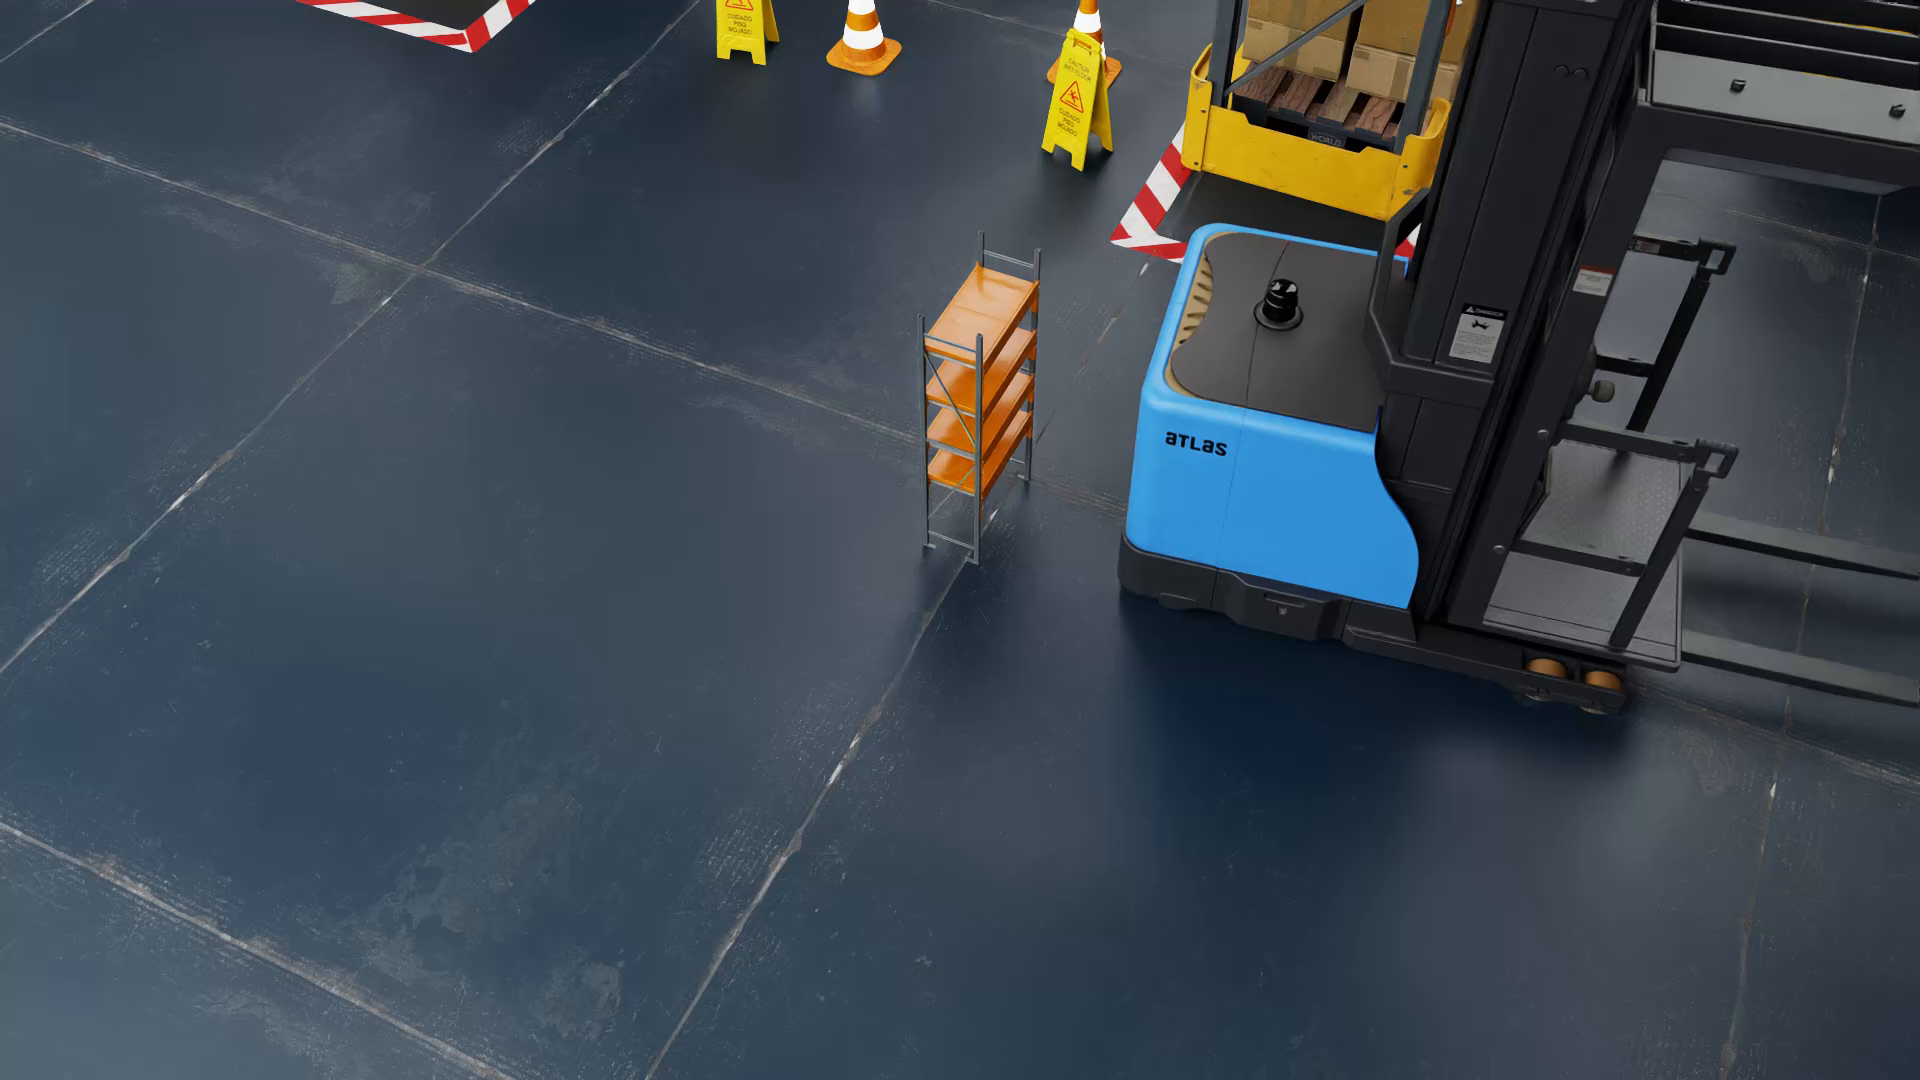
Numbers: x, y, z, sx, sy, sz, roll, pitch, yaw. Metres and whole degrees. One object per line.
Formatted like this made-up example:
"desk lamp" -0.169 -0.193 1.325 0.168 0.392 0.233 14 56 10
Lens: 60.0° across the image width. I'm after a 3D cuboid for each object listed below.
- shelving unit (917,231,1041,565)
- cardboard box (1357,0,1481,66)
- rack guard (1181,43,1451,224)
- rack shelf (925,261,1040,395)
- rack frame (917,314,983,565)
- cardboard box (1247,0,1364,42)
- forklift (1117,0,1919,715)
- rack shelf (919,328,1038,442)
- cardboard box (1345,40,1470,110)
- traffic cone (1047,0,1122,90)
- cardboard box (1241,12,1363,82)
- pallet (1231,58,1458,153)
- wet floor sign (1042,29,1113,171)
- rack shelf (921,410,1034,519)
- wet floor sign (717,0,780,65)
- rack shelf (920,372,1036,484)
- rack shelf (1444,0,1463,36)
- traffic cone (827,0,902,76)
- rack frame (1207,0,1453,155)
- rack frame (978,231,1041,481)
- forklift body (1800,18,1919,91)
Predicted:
"shelving unit" 0.071 -0.503 6.205 0.258 1.200 0.503 20 52 16
"cardboard box" 2.233 -2.651 7.889 0.500 0.500 0.500 18 52 15
"rack guard" 1.661 -1.923 7.873 1.175 0.500 0.348 20 52 16
"rack shelf" 0.071 -0.757 5.906 0.258 0.148 0.480 20 52 16
"rack frame" -0.034 -0.335 6.062 0.240 1.200 0.015 20 52 16
"cardboard box" 1.735 -2.806 8.020 0.500 0.500 0.500 20 53 16
"forklift" 2.177 -0.775 5.300 3.031 2.935 1.130 13 51 11
"rack shelf" 0.071 -0.604 6.086 0.258 0.148 0.480 20 52 16
"cardboard box" 2.223 -2.392 8.160 0.500 0.250 0.500 19 52 16
"traffic cone" 0.646 -2.575 8.452 0.336 0.463 0.334 20 52 16
"cardboard box" 1.741 -2.587 8.326 0.500 0.250 0.500 20 52 16
"pallet" 2.040 -2.378 8.450 1.003 0.211 1.213 20 52 16
"wet floor sign" 0.580 -2.135 7.958 0.232 0.644 0.267 -37 59 -27
"rack shelf" 0.071 -0.331 6.408 0.258 0.148 0.480 20 52 16
"wet floor sign" -1.113 -2.795 8.520 0.267 0.644 0.232 12 51 10
"rack shelf" 0.071 -0.459 6.256 0.258 0.148 0.480 20 52 16
"rack shelf" 2.483 -3.825 8.323 1.077 0.370 4.000 20 52 16
"traffic cone" -0.503 -2.702 8.560 0.336 0.463 0.334 20 52 16
"rack frame" 1.628 -2.681 6.877 1.000 3.000 0.127 20 52 16
"rack frame" 0.175 -0.671 6.348 0.240 1.200 0.015 20 52 16
"forklift body" 5.278 -2.693 7.444 2.313 2.155 1.214 20 52 16
